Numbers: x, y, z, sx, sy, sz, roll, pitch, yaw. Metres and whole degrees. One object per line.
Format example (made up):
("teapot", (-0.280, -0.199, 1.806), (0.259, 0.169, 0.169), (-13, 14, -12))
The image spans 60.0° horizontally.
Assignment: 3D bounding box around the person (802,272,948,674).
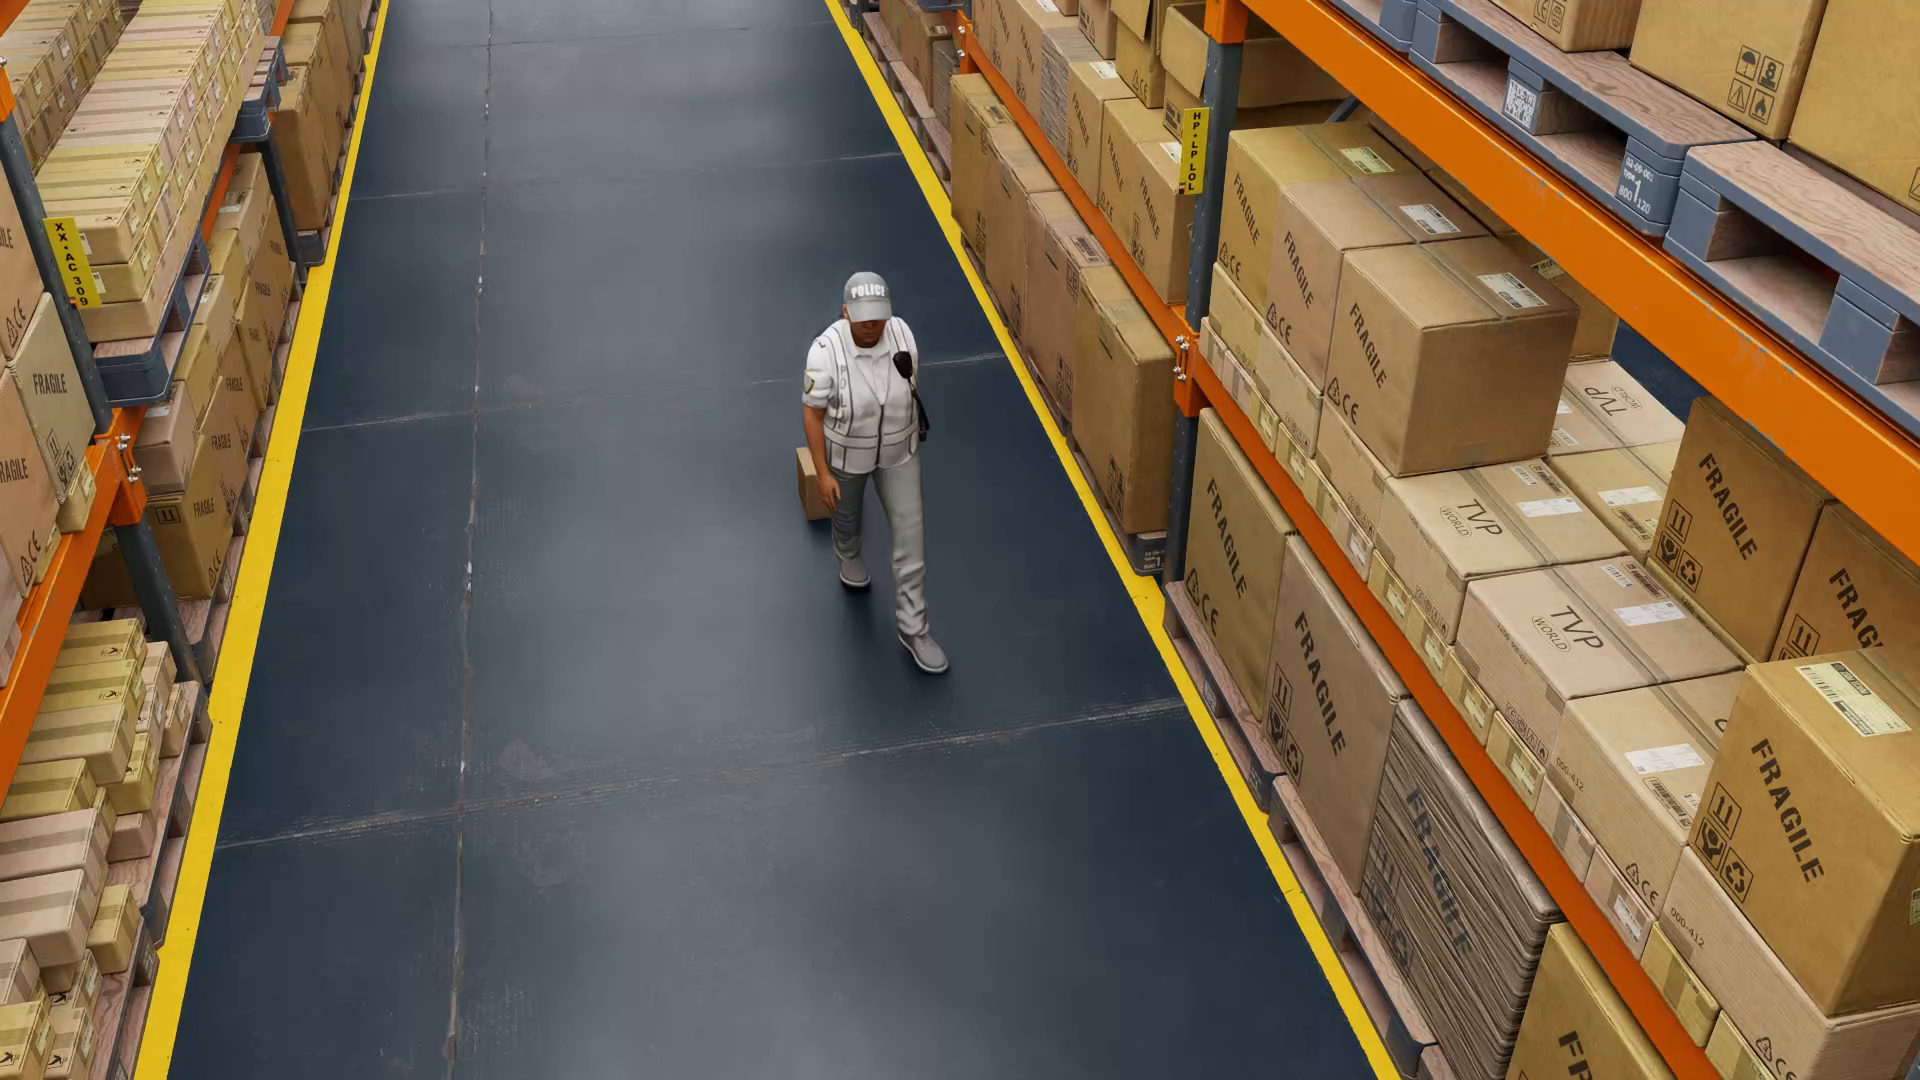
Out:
("person", (-0.366, -0.341, 6.631), (0.506, 1.598, 0.963), (-9, 35, -12))
